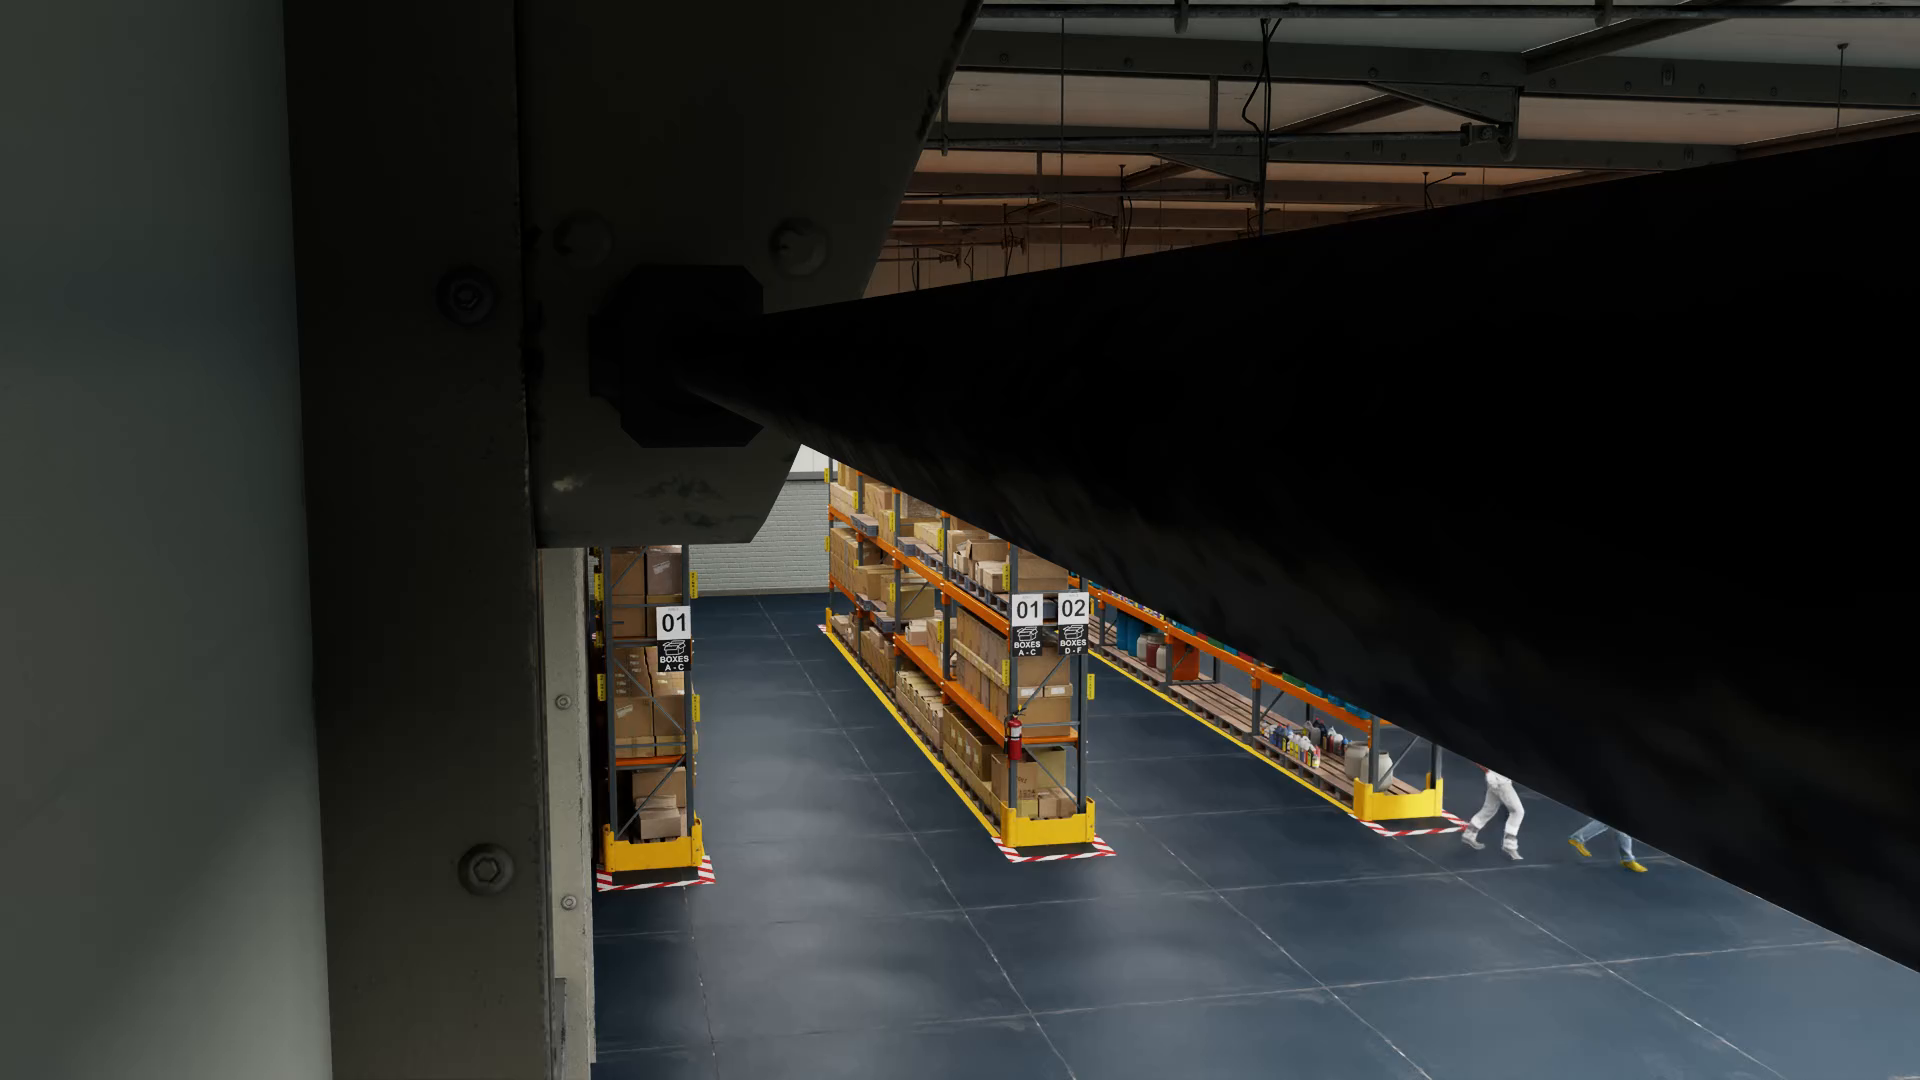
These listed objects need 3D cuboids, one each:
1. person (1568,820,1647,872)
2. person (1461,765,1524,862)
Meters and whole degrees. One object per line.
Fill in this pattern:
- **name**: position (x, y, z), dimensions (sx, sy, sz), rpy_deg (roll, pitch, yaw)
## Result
- **person**: position (7.868, 3.069, 20.116), dimensions (0.916, 1.782, 0.681), rpy_deg (3, 8, 26)
- **person**: position (6.639, 3.022, 20.513), dimensions (0.846, 1.824, 0.614), rpy_deg (3, 7, 23)
